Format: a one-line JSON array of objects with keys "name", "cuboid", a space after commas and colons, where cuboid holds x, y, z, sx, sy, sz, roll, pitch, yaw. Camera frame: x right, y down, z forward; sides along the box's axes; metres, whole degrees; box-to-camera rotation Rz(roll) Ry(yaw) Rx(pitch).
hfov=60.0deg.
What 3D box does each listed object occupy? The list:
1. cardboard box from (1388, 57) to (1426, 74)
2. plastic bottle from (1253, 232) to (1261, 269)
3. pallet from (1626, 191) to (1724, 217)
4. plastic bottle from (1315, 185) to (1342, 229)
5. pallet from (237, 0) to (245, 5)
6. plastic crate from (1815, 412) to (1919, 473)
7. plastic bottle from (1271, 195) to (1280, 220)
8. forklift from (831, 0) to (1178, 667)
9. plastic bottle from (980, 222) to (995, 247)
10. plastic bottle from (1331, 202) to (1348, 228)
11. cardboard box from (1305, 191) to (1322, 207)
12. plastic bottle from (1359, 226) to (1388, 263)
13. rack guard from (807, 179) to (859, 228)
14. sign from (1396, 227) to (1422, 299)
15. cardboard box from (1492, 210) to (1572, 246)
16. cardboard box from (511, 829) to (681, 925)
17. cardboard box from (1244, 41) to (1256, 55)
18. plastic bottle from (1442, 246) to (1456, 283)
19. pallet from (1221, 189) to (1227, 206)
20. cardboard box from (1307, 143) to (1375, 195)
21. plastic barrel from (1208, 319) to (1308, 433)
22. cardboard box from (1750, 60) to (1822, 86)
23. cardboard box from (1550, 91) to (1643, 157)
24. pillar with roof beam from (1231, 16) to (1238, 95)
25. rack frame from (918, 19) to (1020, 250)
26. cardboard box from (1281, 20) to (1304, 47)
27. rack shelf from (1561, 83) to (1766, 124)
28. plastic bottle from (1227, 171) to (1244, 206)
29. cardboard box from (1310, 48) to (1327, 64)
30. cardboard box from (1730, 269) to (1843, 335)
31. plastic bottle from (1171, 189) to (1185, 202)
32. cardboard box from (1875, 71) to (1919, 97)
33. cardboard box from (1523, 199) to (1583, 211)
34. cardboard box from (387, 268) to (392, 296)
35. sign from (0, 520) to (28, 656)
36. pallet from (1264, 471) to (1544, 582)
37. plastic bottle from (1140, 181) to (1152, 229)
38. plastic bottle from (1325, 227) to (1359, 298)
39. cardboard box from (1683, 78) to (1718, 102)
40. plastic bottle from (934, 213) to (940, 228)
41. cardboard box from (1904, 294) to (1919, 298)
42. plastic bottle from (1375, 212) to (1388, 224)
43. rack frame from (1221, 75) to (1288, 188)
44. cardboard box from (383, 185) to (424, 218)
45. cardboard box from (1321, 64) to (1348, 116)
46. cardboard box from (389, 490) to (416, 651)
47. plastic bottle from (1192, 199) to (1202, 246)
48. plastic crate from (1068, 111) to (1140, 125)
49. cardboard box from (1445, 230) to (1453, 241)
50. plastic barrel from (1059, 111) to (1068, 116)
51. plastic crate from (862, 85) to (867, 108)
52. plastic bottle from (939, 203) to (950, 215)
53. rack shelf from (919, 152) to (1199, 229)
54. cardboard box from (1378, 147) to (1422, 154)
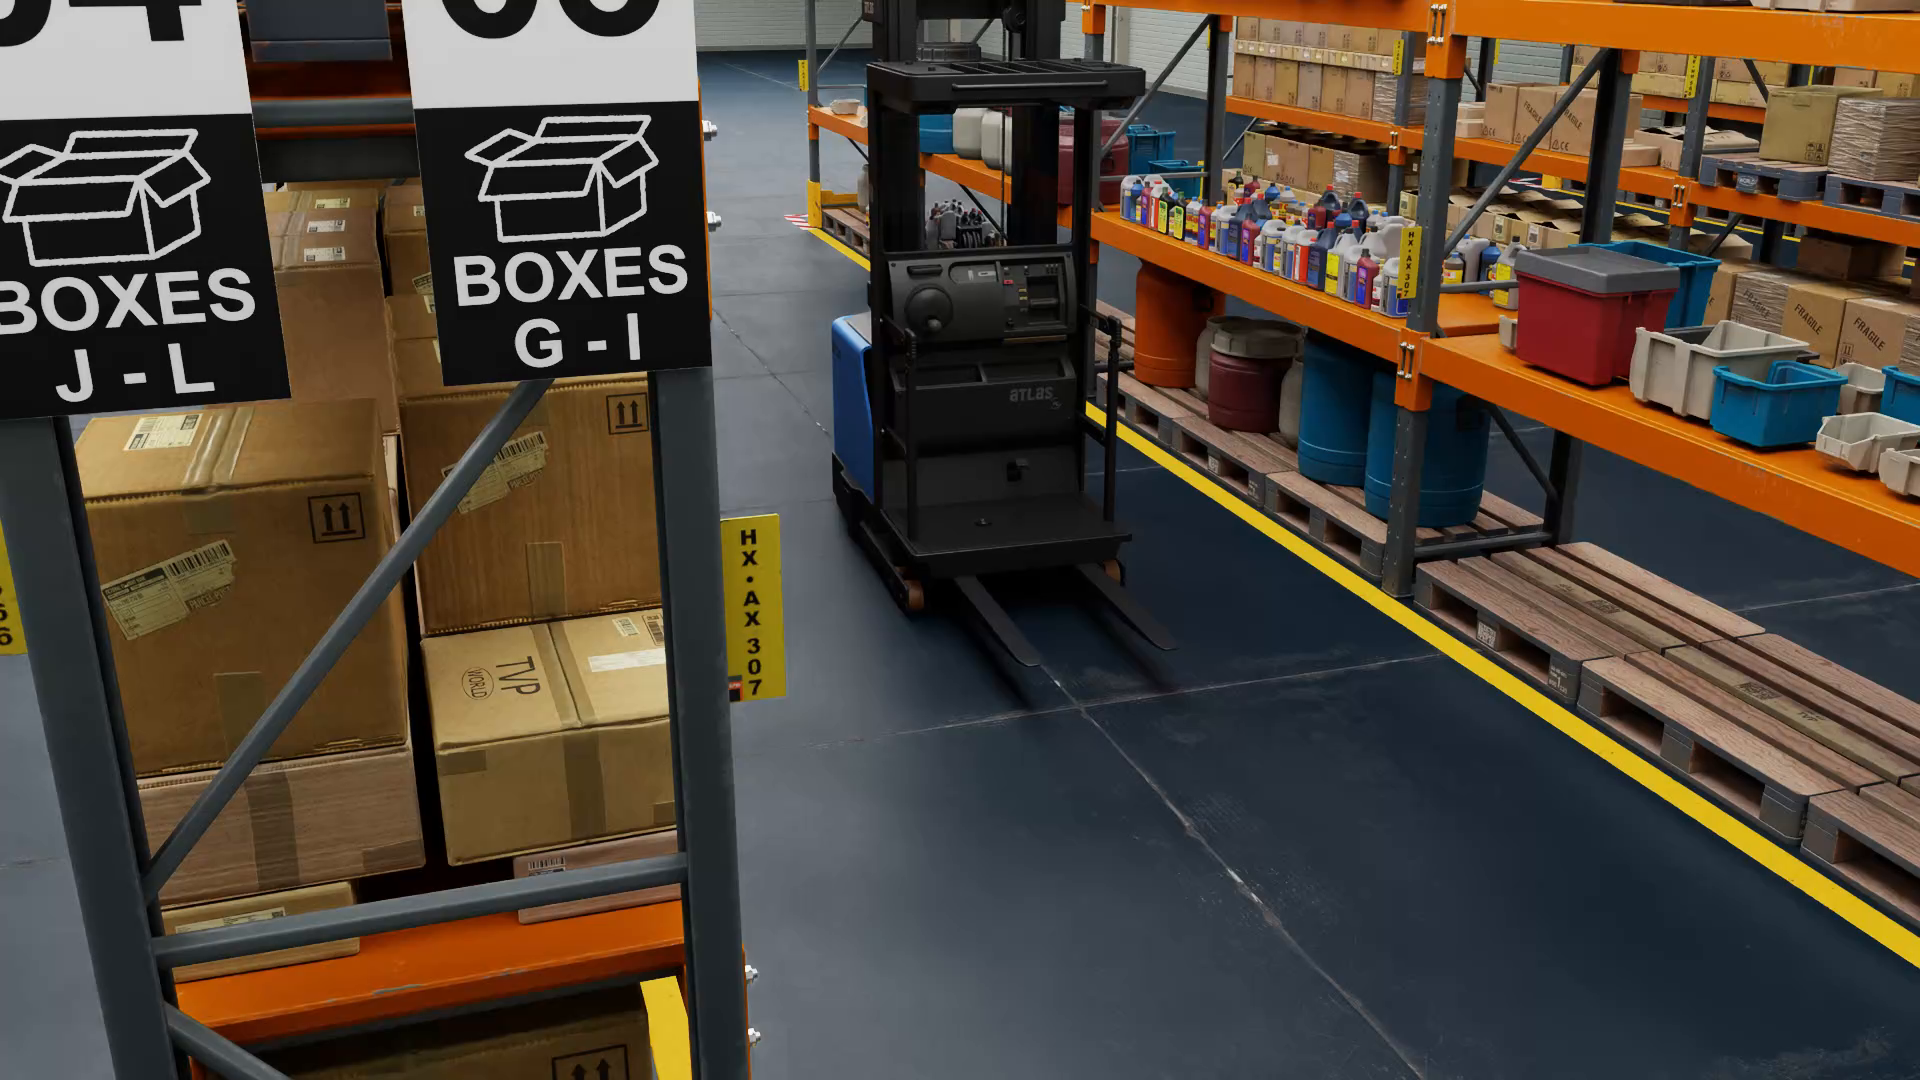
[{"name": "cardboard box", "cuboid": [4.472, -4.701, 16.461, 0.380, 0.149, 0.250, -6, 21, -17]}, {"name": "plastic bottle", "cuboid": [1.691, -1.622, 9.289, 0.097, 0.201, 0.097, 0, 20, 0]}, {"name": "pallet", "cuboid": [8.831, -4.104, 20.030, 1.003, 0.211, 1.213, -6, 21, -17]}, {"name": "plastic bottle", "cuboid": [2.217, -1.946, 9.970, 0.144, 0.351, 0.185, -6, 21, -17]}, {"name": "pallet", "cuboid": [-2.465, -2.277, 6.663, 0.805, 0.209, 1.217, -7, 21, -19]}, {"name": "plastic crate", "cuboid": [3.103, -0.330, 5.698, 0.298, 0.136, 0.250, -6, 21, -17]}, {"name": "plastic bottle", "cuboid": [2.030, -2.091, 10.595, 0.097, 0.201, 0.097, 0, 20, 0]}, {"name": "forklift", "cuboid": [0.175, -1.175, 7.852, 1.130, 2.935, 3.031, -6, 21, -15]}, {"name": "plastic bottle", "cuboid": [0.246, -2.934, 16.027, 0.152, 0.276, 0.135, -6, 21, -15]}, {"name": "plastic bottle", "cuboid": [2.249, -1.861, 9.833, 0.061, 0.283, 0.133, -6, 21, -17]}, {"name": "cardboard box", "cuboid": [4.089, -3.634, 18.043, 0.500, 0.250, 0.500, -6, 21, -17]}, {"name": "plastic bottle", "cuboid": [2.110, -1.445, 8.574, 0.144, 0.351, 0.185, -6, 21, -17]}, {"name": "rack guard", "cuboid": [-1.131, -3.847, 18.888, 1.175, 0.500, 0.348, -6, 21, -17]}, {"name": "sign", "cuboid": [2.049, -1.265, 7.591, 0.100, 0.325, 0.005, -6, 21, -17]}, {"name": "cardboard box", "cuboid": [5.139, -2.800, 14.891, 0.500, 0.311, 0.500, -6, 21, -16]}, {"name": "cardboard box", "cuboid": [-0.671, 0.587, 3.217, 0.380, 0.149, 0.250, -6, 21, -17]}, {"name": "cardboard box", "cuboid": [3.509, -5.687, 19.206, 0.380, 0.149, 0.250, -7, 21, -19]}, {"name": "plastic bottle", "cuboid": [2.632, -1.477, 8.884, 0.097, 0.201, 0.097, 0, 20, 0]}, {"name": "pallet", "cuboid": [3.784, -4.015, 19.782, 1.003, 0.211, 1.213, -6, 21, -17]}, {"name": "cardboard box", "cuboid": [4.101, -3.988, 17.920, 0.500, 0.500, 0.500, -6, 21, -17]}, {"name": "plastic barrel", "cuboid": [1.840, -1.021, 10.268, 0.600, 0.588, 0.708, -6, 21, -17]}, {"name": "cardboard box", "cuboid": [9.021, -5.223, 18.103, 0.500, 0.500, 0.500, -6, 21, -17]}, {"name": "cardboard box", "cuboid": [5.476, -3.585, 14.312, 0.500, 0.500, 0.500, -8, 21, -20]}, {"name": "pillar with roof beam", "cuboid": [1.388, -12.180, 29.515, 9.100, 9.000, 0.400, -6, 21, -17]}, {"name": "rack frame", "cuboid": [0.058, -3.760, 14.946, 1.000, 3.000, 0.127, -6, 21, -17]}, {"name": "cardboard box", "cuboid": [3.985, -5.728, 18.359, 0.700, 0.500, 0.500, -6, 21, -17]}, {"name": "rack shelf", "cuboid": [8.834, -5.115, 19.785, 1.077, 0.370, 4.000, -6, 21, -17]}, {"name": "plastic bottle", "cuboid": [1.847, -2.337, 11.157, 0.061, 0.283, 0.133, -6, 21, -17]}, {"name": "cardboard box", "cuboid": [3.988, -5.194, 17.832, 0.380, 0.149, 0.250, -6, 21, -15]}, {"name": "cardboard box", "cuboid": [6.060, -1.688, 12.225, 0.500, 0.500, 0.500, -7, 21, -19]}, {"name": "plastic bottle", "cuboid": [1.358, -2.060, 10.405, 0.097, 0.271, 0.097, 0, 20, 0]}, {"name": "cardboard box", "cuboid": [9.759, -4.719, 16.819, 0.700, 0.500, 0.500, -4, 20, -12]}, {"name": "cardboard box", "cuboid": [5.485, -3.026, 15.520, 0.500, 0.311, 0.500, -6, 21, -17]}, {"name": "cardboard box", "cuboid": [-2.685, -0.994, 7.098, 0.500, 0.500, 0.500, -6, 21, -16]}, {"name": "sign", "cuboid": [-1.392, 0.014, 2.376, 0.100, 0.325, 0.005, -6, 21, -17]}, {"name": "pallet", "cuboid": [2.369, -0.132, 8.972, 1.003, 0.211, 1.213, -6, 21, -17]}, {"name": "plastic bottle", "cuboid": [1.204, -2.137, 10.603, 0.061, 0.283, 0.133, -6, 21, -17]}, {"name": "plastic bottle", "cuboid": [1.973, -1.429, 8.531, 0.144, 0.351, 0.185, -6, 21, -17]}, {"name": "cardboard box", "cuboid": [8.705, -5.191, 19.125, 0.500, 0.250, 0.500, -7, 21, -18]}, {"name": "plastic bottle", "cuboid": [-0.222, -3.243, 16.997, 0.097, 0.201, 0.097, 0, 20, 0]}, {"name": "cardboard box", "cuboid": [6.869, -1.423, 11.487, 0.500, 0.500, 0.500, -7, 21, -19]}, {"name": "plastic bottle", "cuboid": [2.414, -1.732, 9.493, 0.097, 0.271, 0.097, 0, 20, 0]}, {"name": "rack frame", "cuboid": [3.504, -5.568, 19.982, 1.000, 3.000, 0.127, -6, 21, -17]}, {"name": "cardboard box", "cuboid": [-1.731, -0.969, 5.850, 0.500, 0.500, 0.500, -6, 21, -16]}, {"name": "cardboard box", "cuboid": [4.290, -4.803, 17.704, 0.700, 0.500, 0.500, -6, 21, -16]}, {"name": "cardboard box", "cuboid": [-1.596, 0.095, 3.997, 0.500, 0.250, 0.500, -7, 21, -19]}, {"name": "plastic bottle", "cuboid": [1.445, -1.905, 9.974, 0.097, 0.271, 0.097, 0, 20, 0]}, {"name": "plastic crate", "cuboid": [1.098, -3.057, 12.896, 0.402, 0.464, 0.583, -6, 21, -17]}, {"name": "cardboard box", "cuboid": [4.812, -2.868, 15.911, 0.500, 0.250, 0.500, -6, 21, -16]}, {"name": "plastic barrel", "cuboid": [0.657, -2.971, 12.586, 0.421, 0.512, 0.421, 0, 20, 0]}, {"name": "plastic crate", "cuboid": [-0.758, -4.844, 18.186, 0.499, 0.251, 0.616, -6, 21, -17]}, {"name": "plastic bottle", "cuboid": [-0.153, -3.342, 17.161, 0.152, 0.276, 0.135, -6, 21, -17]}, {"name": "rack shelf", "cuboid": [0.686, -2.779, 13.281, 1.077, 0.370, 4.000, -6, 21, -17]}, {"name": "cardboard box", "cuboid": [4.748, -3.883, 17.626, 0.500, 0.500, 0.500, -6, 21, -17]}]
